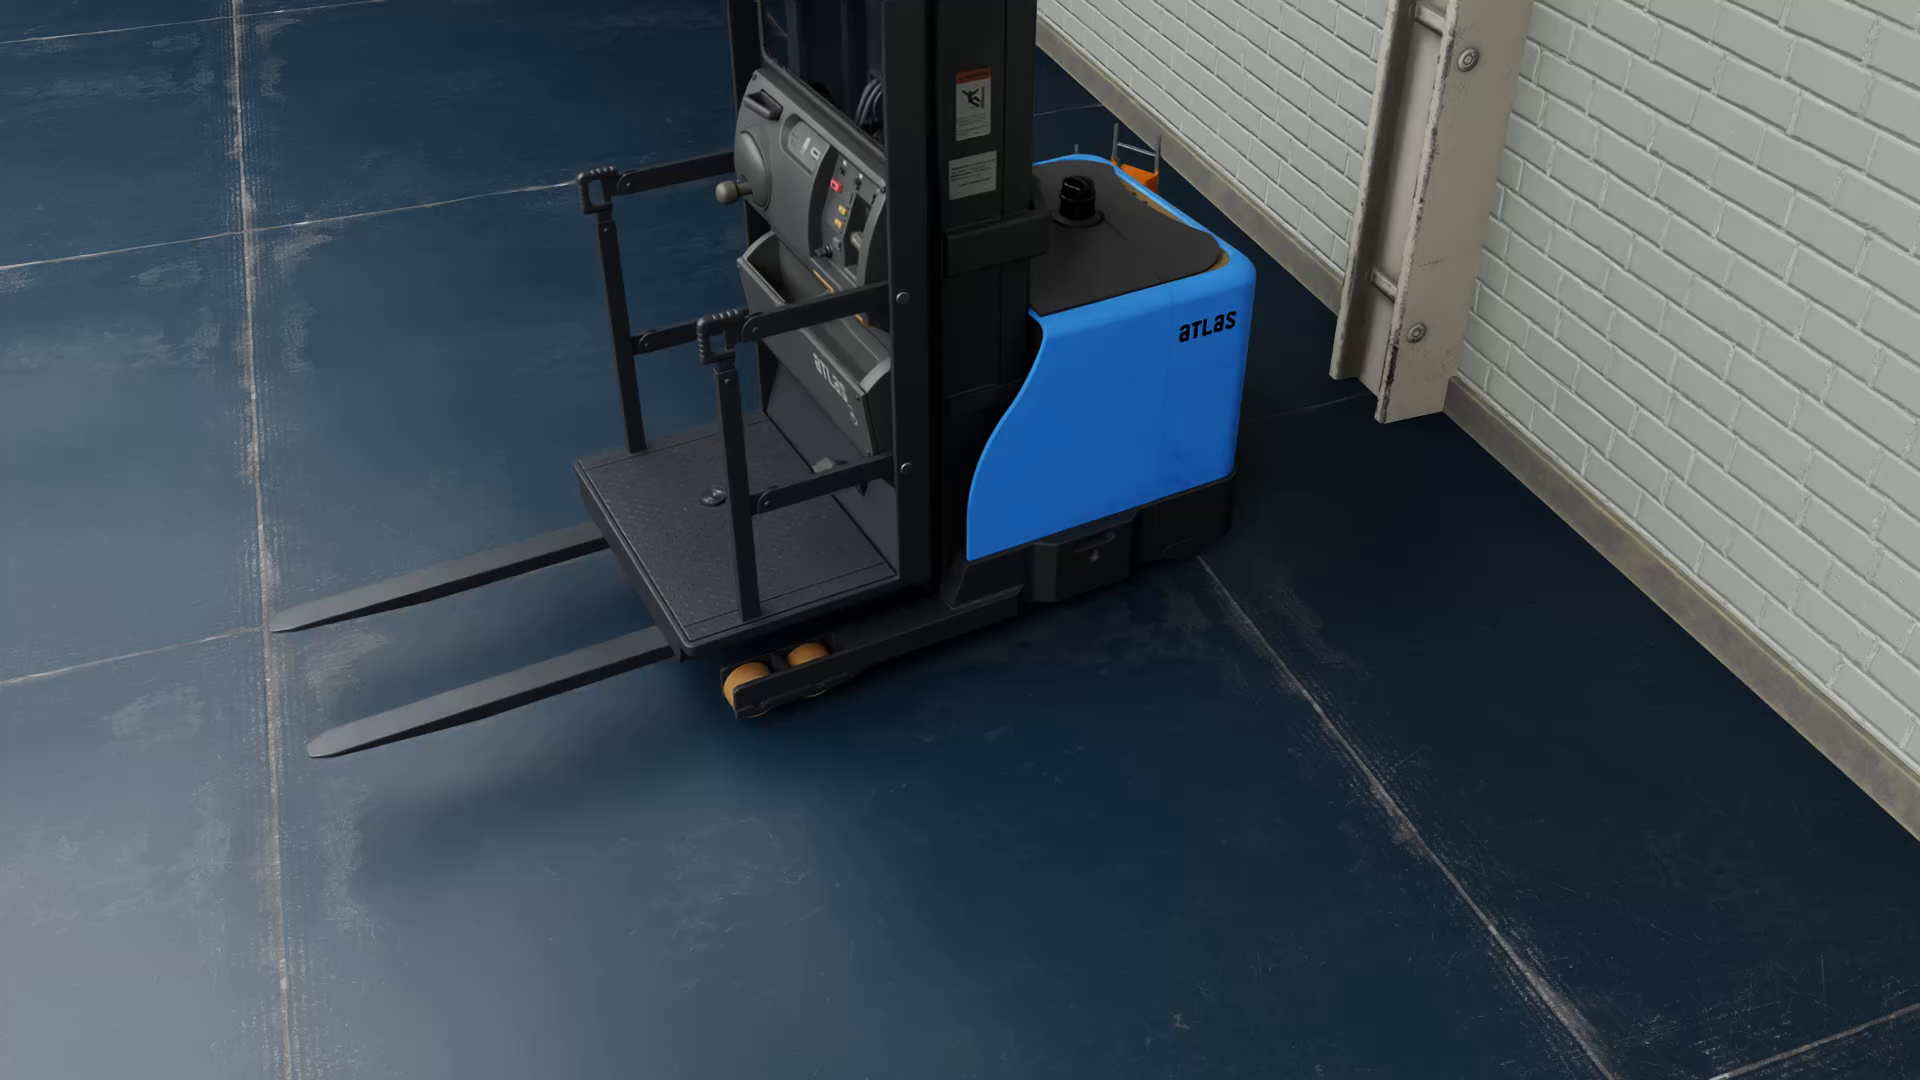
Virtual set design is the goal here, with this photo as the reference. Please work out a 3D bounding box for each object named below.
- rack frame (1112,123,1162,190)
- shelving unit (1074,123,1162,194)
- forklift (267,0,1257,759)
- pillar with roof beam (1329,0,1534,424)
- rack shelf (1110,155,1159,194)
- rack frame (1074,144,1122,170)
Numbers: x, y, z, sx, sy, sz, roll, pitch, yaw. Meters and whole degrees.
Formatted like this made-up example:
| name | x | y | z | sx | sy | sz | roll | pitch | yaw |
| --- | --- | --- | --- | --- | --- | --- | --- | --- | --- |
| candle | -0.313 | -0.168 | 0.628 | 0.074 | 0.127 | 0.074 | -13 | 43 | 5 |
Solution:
| name | x | y | z | sx | sy | sz | roll | pitch | yaw |
| --- | --- | --- | --- | --- | --- | --- | --- | --- | --- |
| rack frame | 0.637 | -1.049 | 6.270 | 0.200 | 1.050 | 0.008 | 26 | 44 | 30 |
| shelving unit | 0.559 | -0.992 | 6.195 | 0.215 | 1.050 | 0.252 | 26 | 44 | 30 |
| forklift | -0.614 | -0.998 | 4.639 | 3.031 | 2.935 | 1.130 | -18 | 40 | -22 |
| pillar with roof beam | -2.360 | -3.289 | 2.637 | 9.100 | 9.000 | 0.400 | -12 | 39 | -16 |
| rack shelf | 0.559 | -1.210 | 6.030 | 0.215 | 0.259 | 0.240 | 26 | 44 | 30 |
| rack frame | 0.482 | -0.935 | 6.119 | 0.200 | 1.050 | 0.008 | 26 | 44 | 30 |
